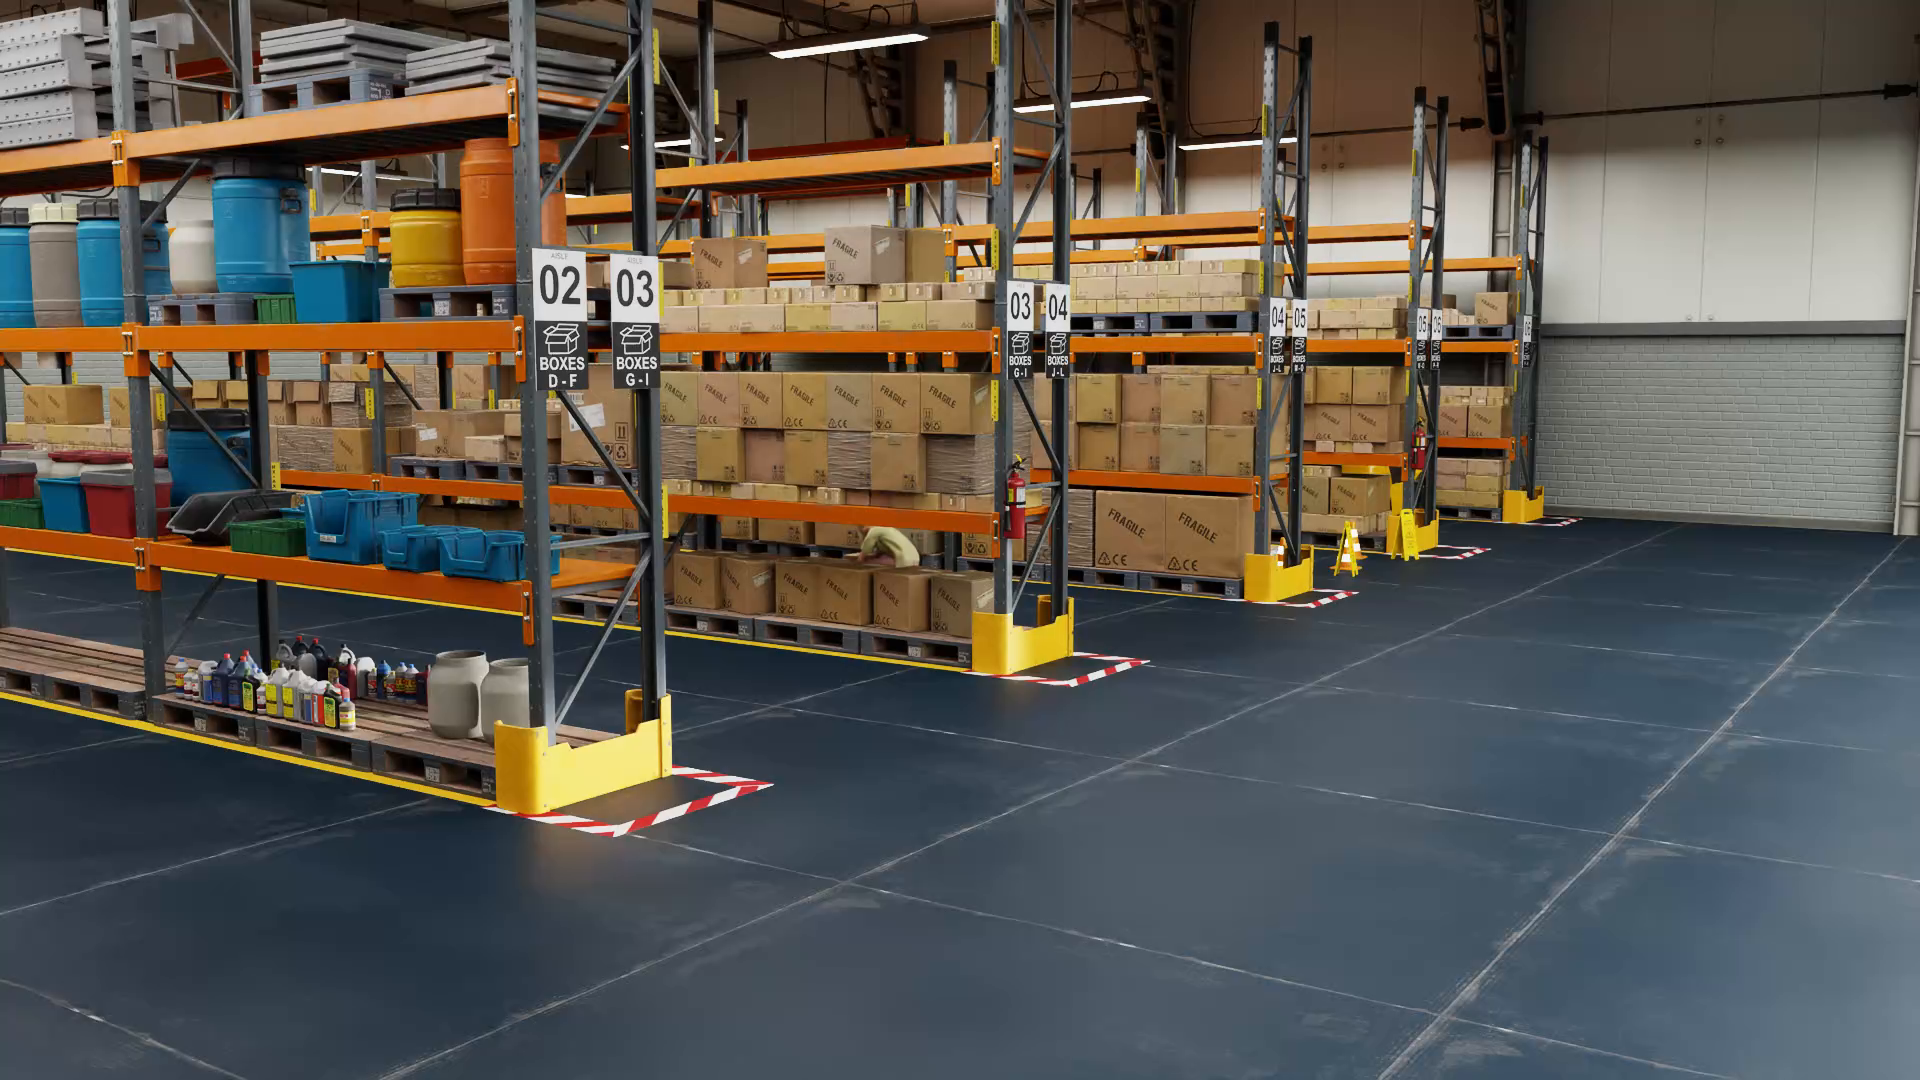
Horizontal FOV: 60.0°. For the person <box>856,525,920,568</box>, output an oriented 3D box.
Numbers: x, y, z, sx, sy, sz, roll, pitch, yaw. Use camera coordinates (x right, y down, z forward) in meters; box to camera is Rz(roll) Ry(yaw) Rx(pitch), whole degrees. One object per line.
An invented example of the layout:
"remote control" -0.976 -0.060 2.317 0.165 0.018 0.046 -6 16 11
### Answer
"person" -0.825 0.164 17.845 0.807 0.943 0.460 4 8 32
